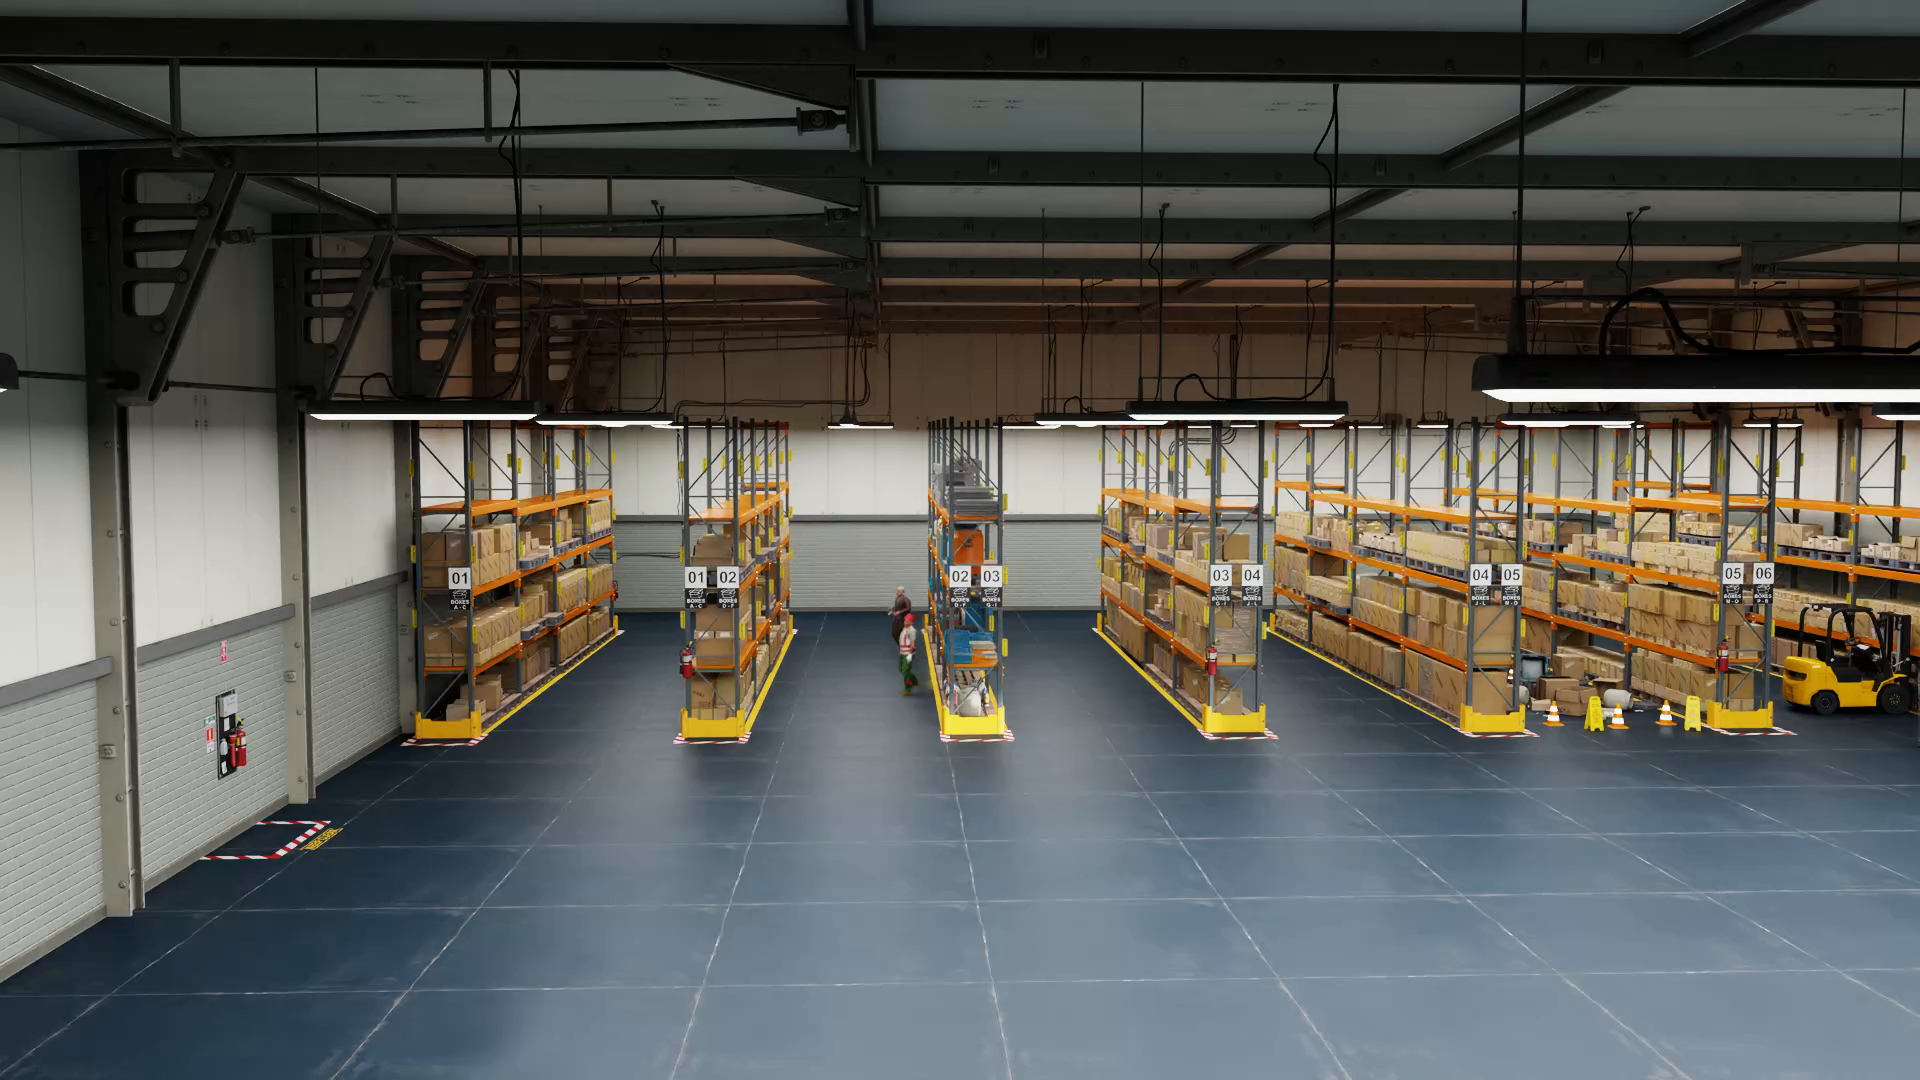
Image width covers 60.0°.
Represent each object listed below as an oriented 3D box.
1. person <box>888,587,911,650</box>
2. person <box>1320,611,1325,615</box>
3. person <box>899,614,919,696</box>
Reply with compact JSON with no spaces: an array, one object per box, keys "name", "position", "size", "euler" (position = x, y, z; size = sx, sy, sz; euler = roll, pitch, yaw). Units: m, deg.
[{"name":"person","position":[-1.515,2.061,43.647],"size":[0.811,1.704,0.651],"euler":[3,5,40]},{"name":"person","position":[11.026,1.624,49.743],"size":[0.873,1.673,0.617],"euler":[-1,4,-18]},{"name":"person","position":[-1.104,2.478,36.169],"size":[0.640,1.759,0.759],"euler":[-2,4,-29]}]
